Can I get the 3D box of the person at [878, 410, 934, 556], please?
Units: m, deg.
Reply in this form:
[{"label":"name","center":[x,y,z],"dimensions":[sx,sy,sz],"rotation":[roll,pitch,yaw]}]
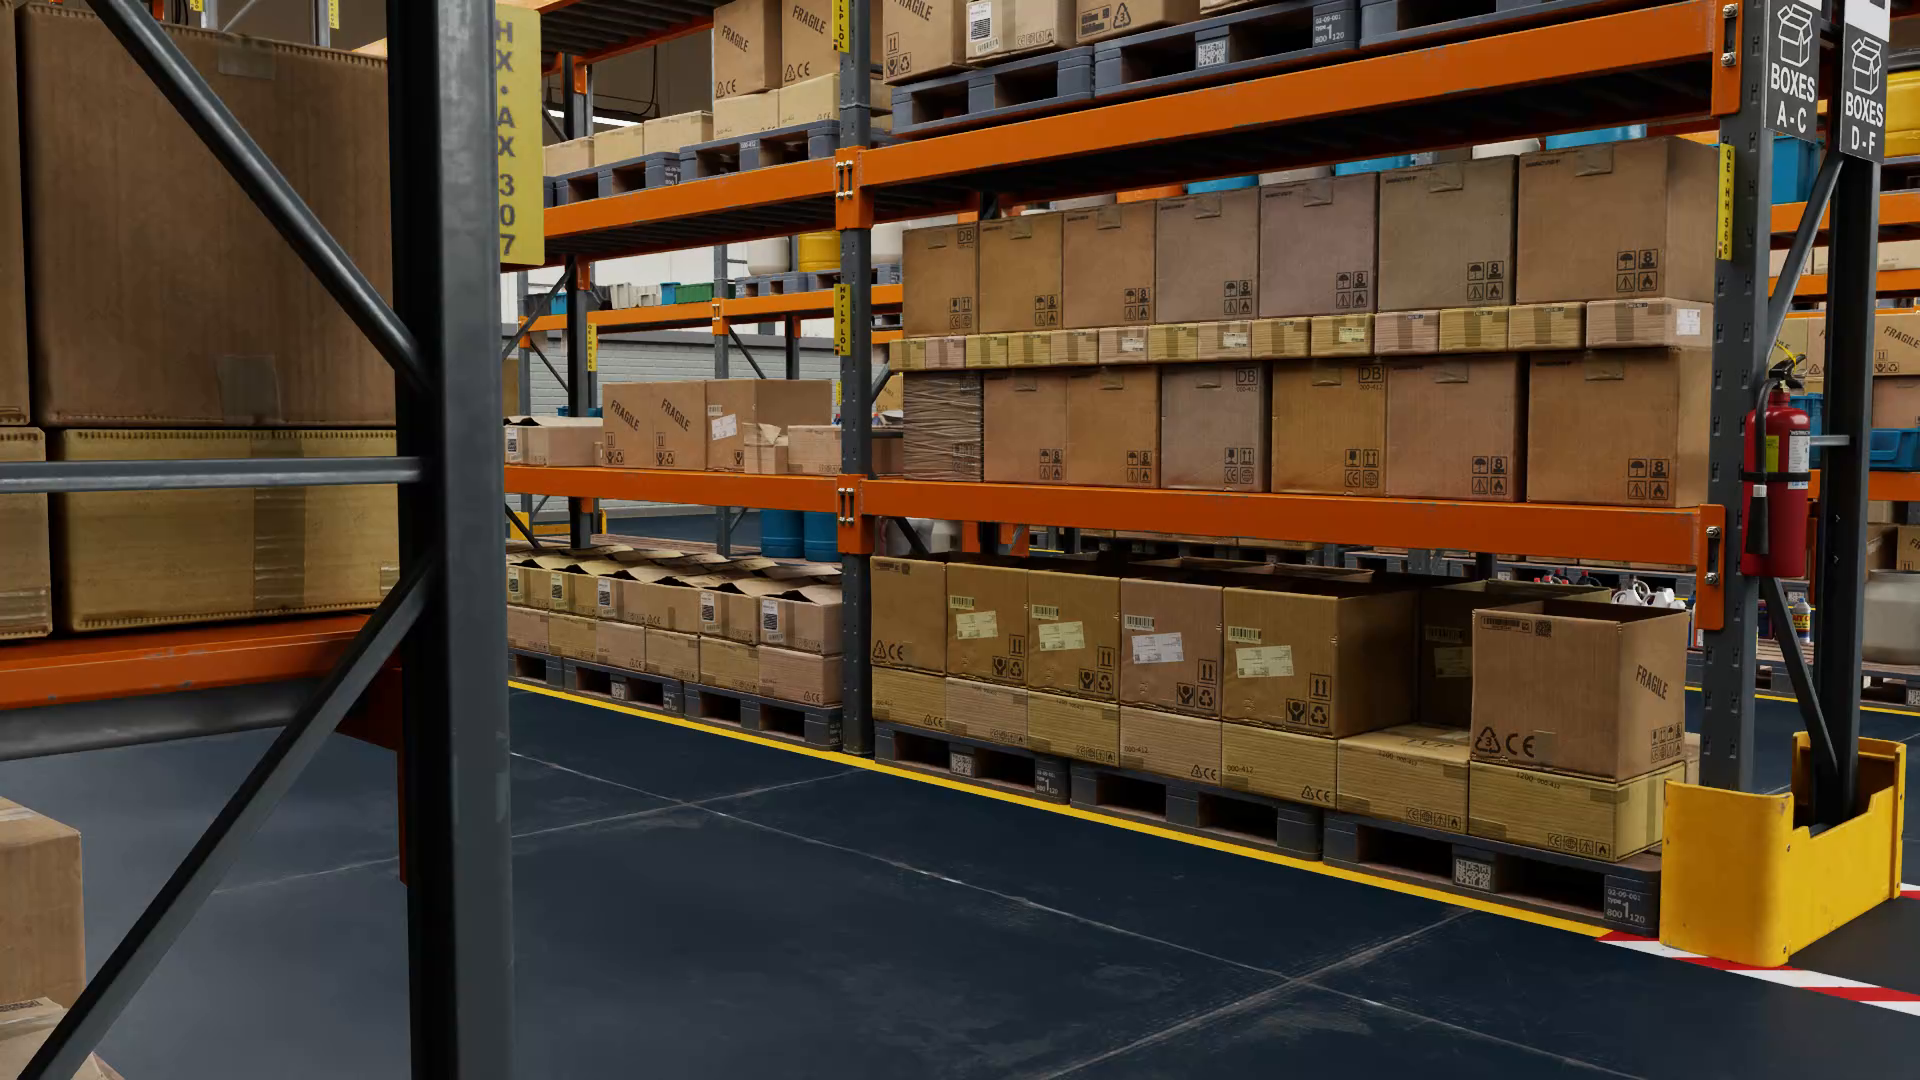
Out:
[{"label":"person","center":[-0.389,-0.134,12.372],"dimensions":[0.506,1.660,0.393],"rotation":[-4,6,-43]}]
